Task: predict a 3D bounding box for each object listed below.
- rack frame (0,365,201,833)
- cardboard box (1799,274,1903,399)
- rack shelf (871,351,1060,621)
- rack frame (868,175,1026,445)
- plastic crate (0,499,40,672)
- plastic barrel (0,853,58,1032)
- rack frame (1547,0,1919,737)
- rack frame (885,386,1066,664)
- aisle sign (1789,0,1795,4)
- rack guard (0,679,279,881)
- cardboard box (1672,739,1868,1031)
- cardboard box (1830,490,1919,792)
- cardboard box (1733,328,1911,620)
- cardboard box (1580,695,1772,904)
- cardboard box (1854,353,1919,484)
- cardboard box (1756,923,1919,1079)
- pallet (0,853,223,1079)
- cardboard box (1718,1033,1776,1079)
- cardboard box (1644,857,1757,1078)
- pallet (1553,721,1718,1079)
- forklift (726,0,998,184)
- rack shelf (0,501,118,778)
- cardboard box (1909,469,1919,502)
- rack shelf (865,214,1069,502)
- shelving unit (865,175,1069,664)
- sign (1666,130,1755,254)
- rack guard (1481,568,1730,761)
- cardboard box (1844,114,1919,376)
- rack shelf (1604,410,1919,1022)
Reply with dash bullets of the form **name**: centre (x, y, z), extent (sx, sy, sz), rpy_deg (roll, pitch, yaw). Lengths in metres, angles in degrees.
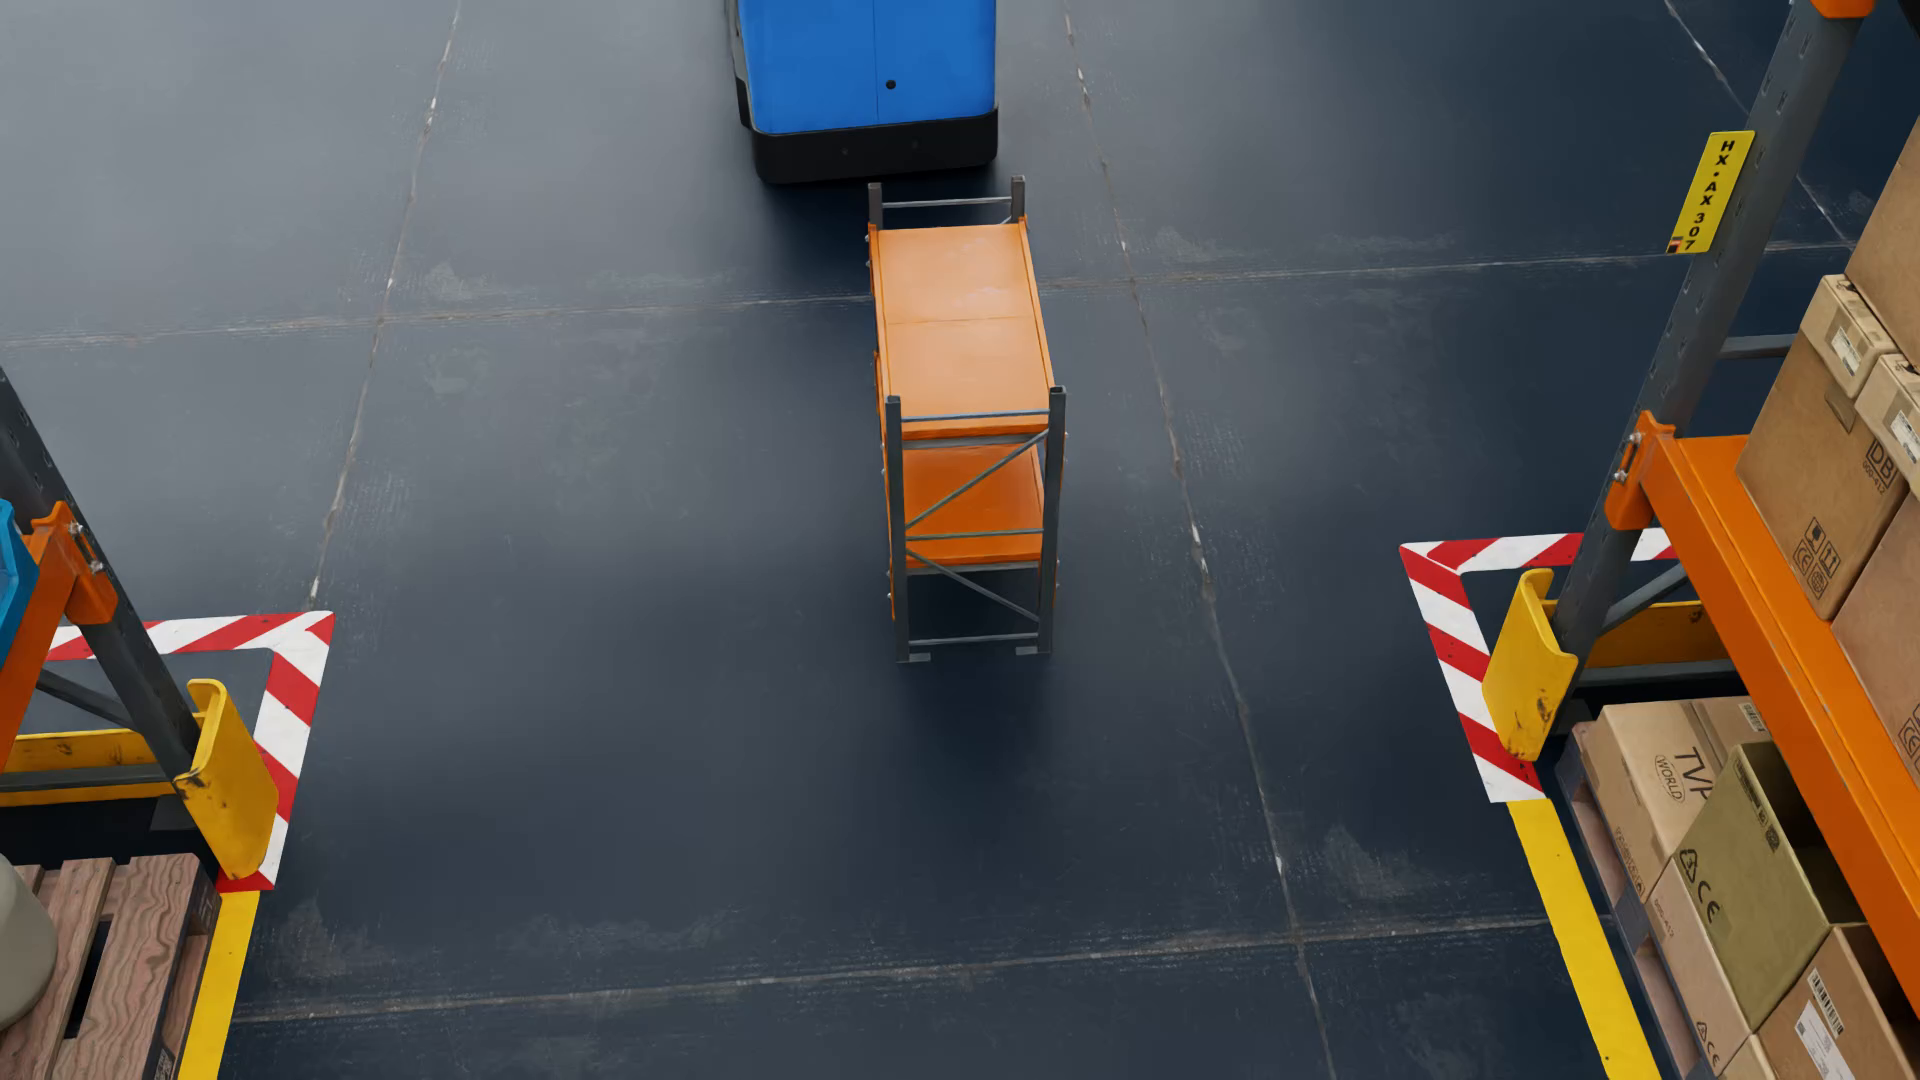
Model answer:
- **rack frame**: centre (-2.680, -0.192, 3.866), extent (1.000, 3.000, 0.127), rpy_deg (-3, 47, -3)
- **cardboard box**: centre (2.074, -0.451, 3.595), extent (0.380, 0.149, 0.250), rpy_deg (-4, 47, -4)
- **rack shelf**: centre (0.001, -0.214, 5.514), extent (0.538, 0.278, 1.000), rpy_deg (-3, 47, -3)
- **rack frame**: centre (-0.042, -0.750, 5.685), extent (0.500, 1.125, 0.032), rpy_deg (-3, 47, -3)
- **plastic crate**: centre (-2.340, 0.203, 3.594), extent (0.499, 0.251, 0.616), rpy_deg (-3, 47, -3)
- **plastic barrel**: centre (-2.549, 0.990, 4.170), extent (0.421, 0.512, 0.421), rpy_deg (0, 47, 0)
- **rack frame**: centre (2.256, -0.490, 4.149), extent (1.000, 3.000, 0.127), rpy_deg (-3, 47, -3)
- **rack frame**: centre (0.043, -0.014, 4.989), extent (0.500, 1.125, 0.032), rpy_deg (-3, 47, -3)
- **aisle sign**: centre (1.945, -1.413, 3.232), extent (0.394, 0.787, 0.004), rpy_deg (-3, 47, -3)
- **rack guard**: centre (-2.627, 0.720, 4.724), extent (1.175, 0.500, 0.348), rpy_deg (-3, 47, -3)
- **cardboard box**: centre (2.123, 0.816, 3.999), extent (0.500, 0.500, 0.500), rpy_deg (-3, 47, -3)
- **cardboard box**: centre (2.331, 0.193, 3.432), extent (0.700, 0.500, 0.500), rpy_deg (-2, 47, -2)
- **cardboard box**: centre (2.282, -0.186, 3.792), extent (0.700, 0.500, 0.500), rpy_deg (-3, 47, -3)
- **cardboard box**: centre (2.079, 0.712, 4.614), extent (0.500, 0.250, 0.500), rpy_deg (-3, 47, -3)
- **cardboard box**: centre (2.099, -0.260, 3.415), extent (0.380, 0.149, 0.250), rpy_deg (-5, 47, -4)
- **cardboard box**: centre (2.178, 1.177, 3.658), extent (0.500, 0.500, 0.500), rpy_deg (-3, 47, -3)
- **pallet**: centre (-2.565, 1.407, 4.272), extent (1.003, 0.211, 1.213), rpy_deg (-3, 47, -3)
- **cardboard box**: centre (2.166, 1.435, 3.929), extent (0.500, 0.250, 0.500), rpy_deg (-3, 47, -3)
- **cardboard box**: centre (2.125, 1.074, 4.272), extent (0.500, 0.250, 0.500), rpy_deg (-3, 47, -3)
- **pallet**: centre (2.362, 1.019, 4.639), extent (1.003, 0.211, 1.213), rpy_deg (-3, 47, -3)
- **forklift**: centre (-0.583, -3.610, 7.150), extent (1.130, 2.935, 3.031), rpy_deg (-7, 47, -6)
- **rack shelf**: centre (-2.513, 1.502, 2.757), extent (1.077, 0.370, 4.000), rpy_deg (-3, 47, -3)
- **cardboard box**: centre (2.118, -0.080, 3.244), extent (0.380, 0.149, 0.250), rpy_deg (-3, 47, -3)
- **rack shelf**: centre (0.001, -0.583, 5.124), extent (0.538, 0.278, 1.000), rpy_deg (-3, 47, -3)
- **shelving unit**: centre (0.001, -0.382, 5.337), extent (0.538, 1.125, 1.048), rpy_deg (-3, 47, -3)
- **sign**: centre (1.702, -0.786, 3.778), extent (0.100, 0.325, 0.005), rpy_deg (-3, 47, -3)
- **rack guard**: centre (2.254, 0.352, 5.073), extent (1.175, 0.500, 0.348), rpy_deg (-3, 47, -3)
- **cardboard box**: centre (2.287, -0.594, 3.284), extent (0.700, 0.500, 0.500), rpy_deg (-3, 47, -3)
- **rack shelf**: centre (2.423, 1.204, 3.039), extent (1.077, 0.370, 4.000), rpy_deg (-3, 47, -3)
